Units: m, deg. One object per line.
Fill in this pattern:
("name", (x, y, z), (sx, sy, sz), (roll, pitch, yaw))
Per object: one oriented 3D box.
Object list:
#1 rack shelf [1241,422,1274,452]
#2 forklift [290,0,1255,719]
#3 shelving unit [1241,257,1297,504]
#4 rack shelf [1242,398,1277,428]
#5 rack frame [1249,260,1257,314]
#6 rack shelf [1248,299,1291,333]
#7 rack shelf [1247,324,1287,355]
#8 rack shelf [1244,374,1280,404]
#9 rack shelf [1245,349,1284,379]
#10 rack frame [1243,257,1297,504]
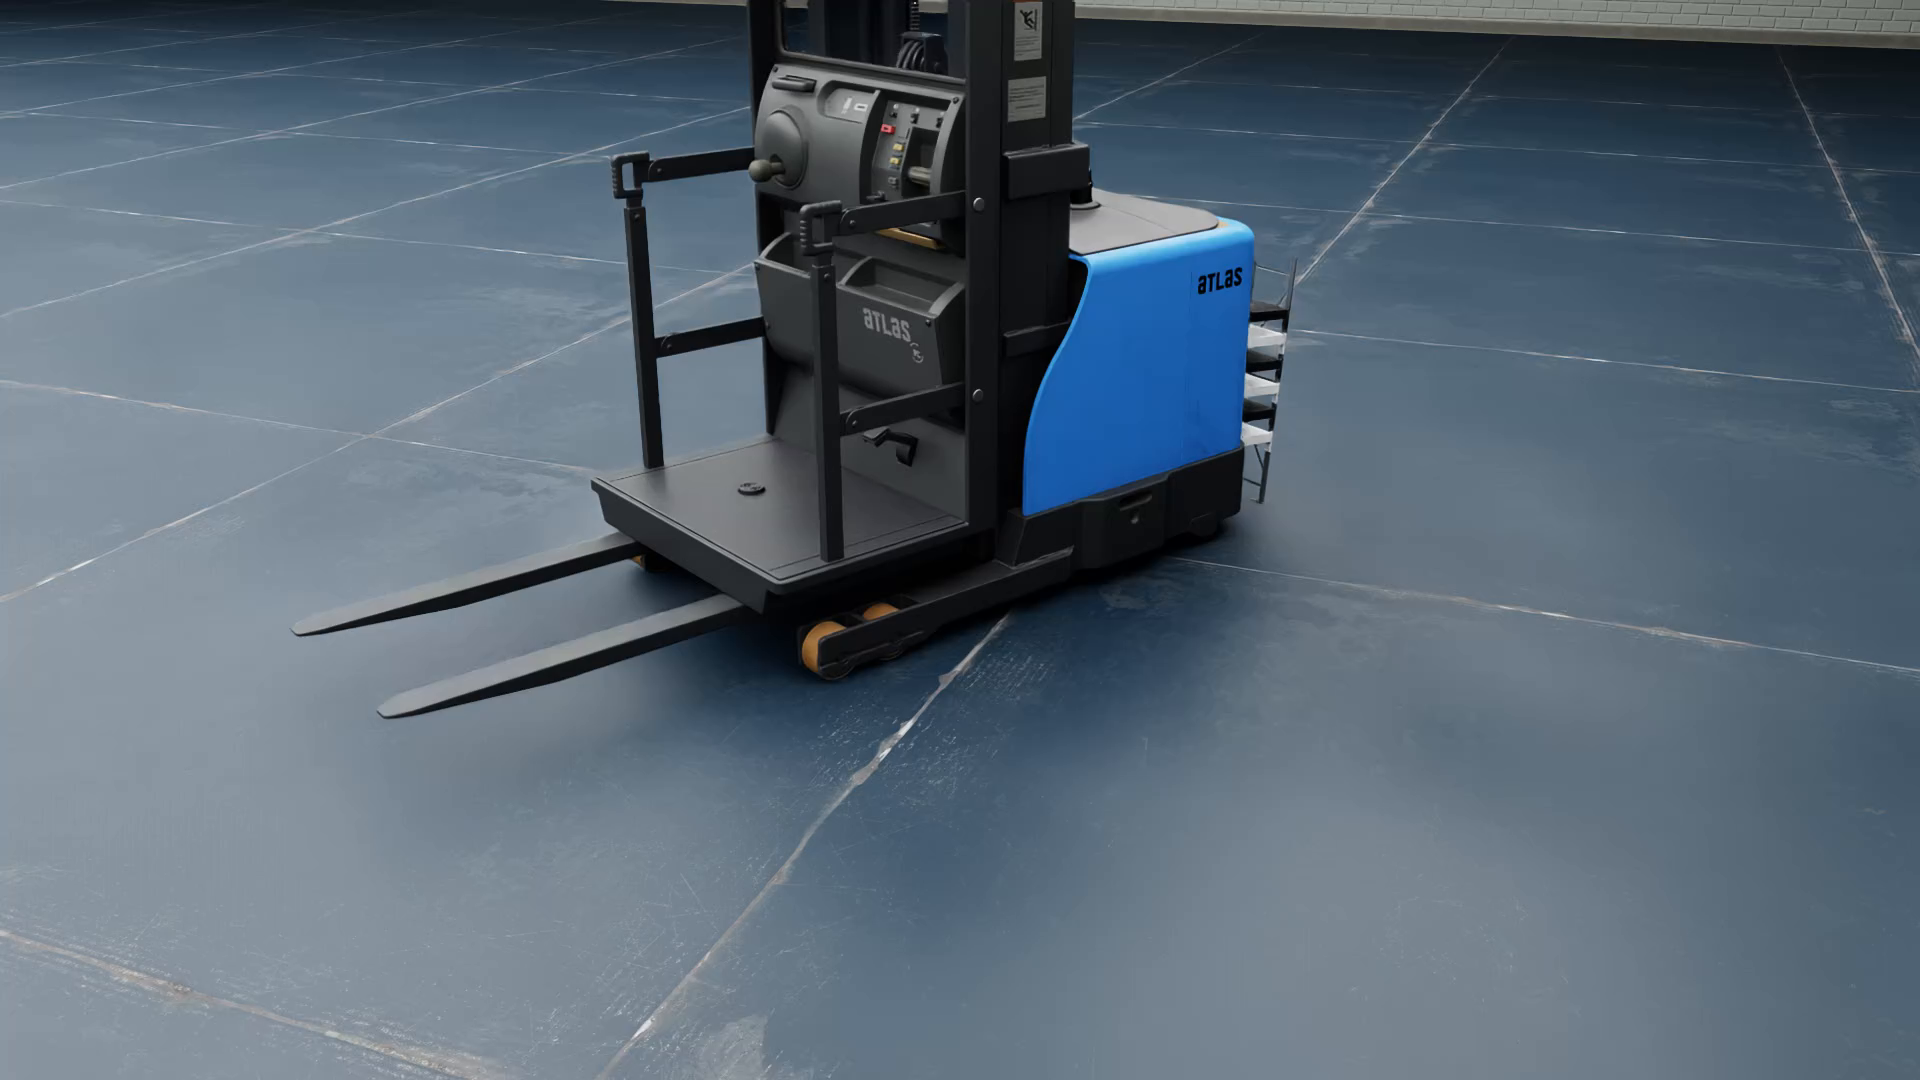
("rack shelf", (0.969, -0.376, 6.016), (0.200, 0.077, 0.258), (-11, 24, -36))
("forklift", (-0.473, -1.178, 4.768), (3.031, 2.935, 1.130), (-18, 29, -36))
("shelving unit", (0.983, -0.577, 5.944), (0.210, 0.900, 0.258), (-11, 24, -36))
("rack shelf", (0.975, -0.461, 5.985), (0.200, 0.077, 0.258), (-11, 24, -36))
("rack frame", (0.902, -0.562, 5.884), (0.006, 0.900, 0.240), (-11, 24, -36))
("rack shelf", (1.000, -0.799, 5.864), (0.200, 0.077, 0.258), (-11, 24, -36))
("rack shelf", (0.993, -0.715, 5.894), (0.200, 0.077, 0.258), (-11, 24, -36))
("rack shelf", (0.981, -0.546, 5.955), (0.200, 0.077, 0.258), (-11, 24, -36))
("rack shelf", (0.987, -0.630, 5.925), (0.200, 0.077, 0.258), (-11, 24, -36))
("rack frame", (1.065, -0.592, 6.003), (0.006, 0.900, 0.240), (-11, 24, -36))
